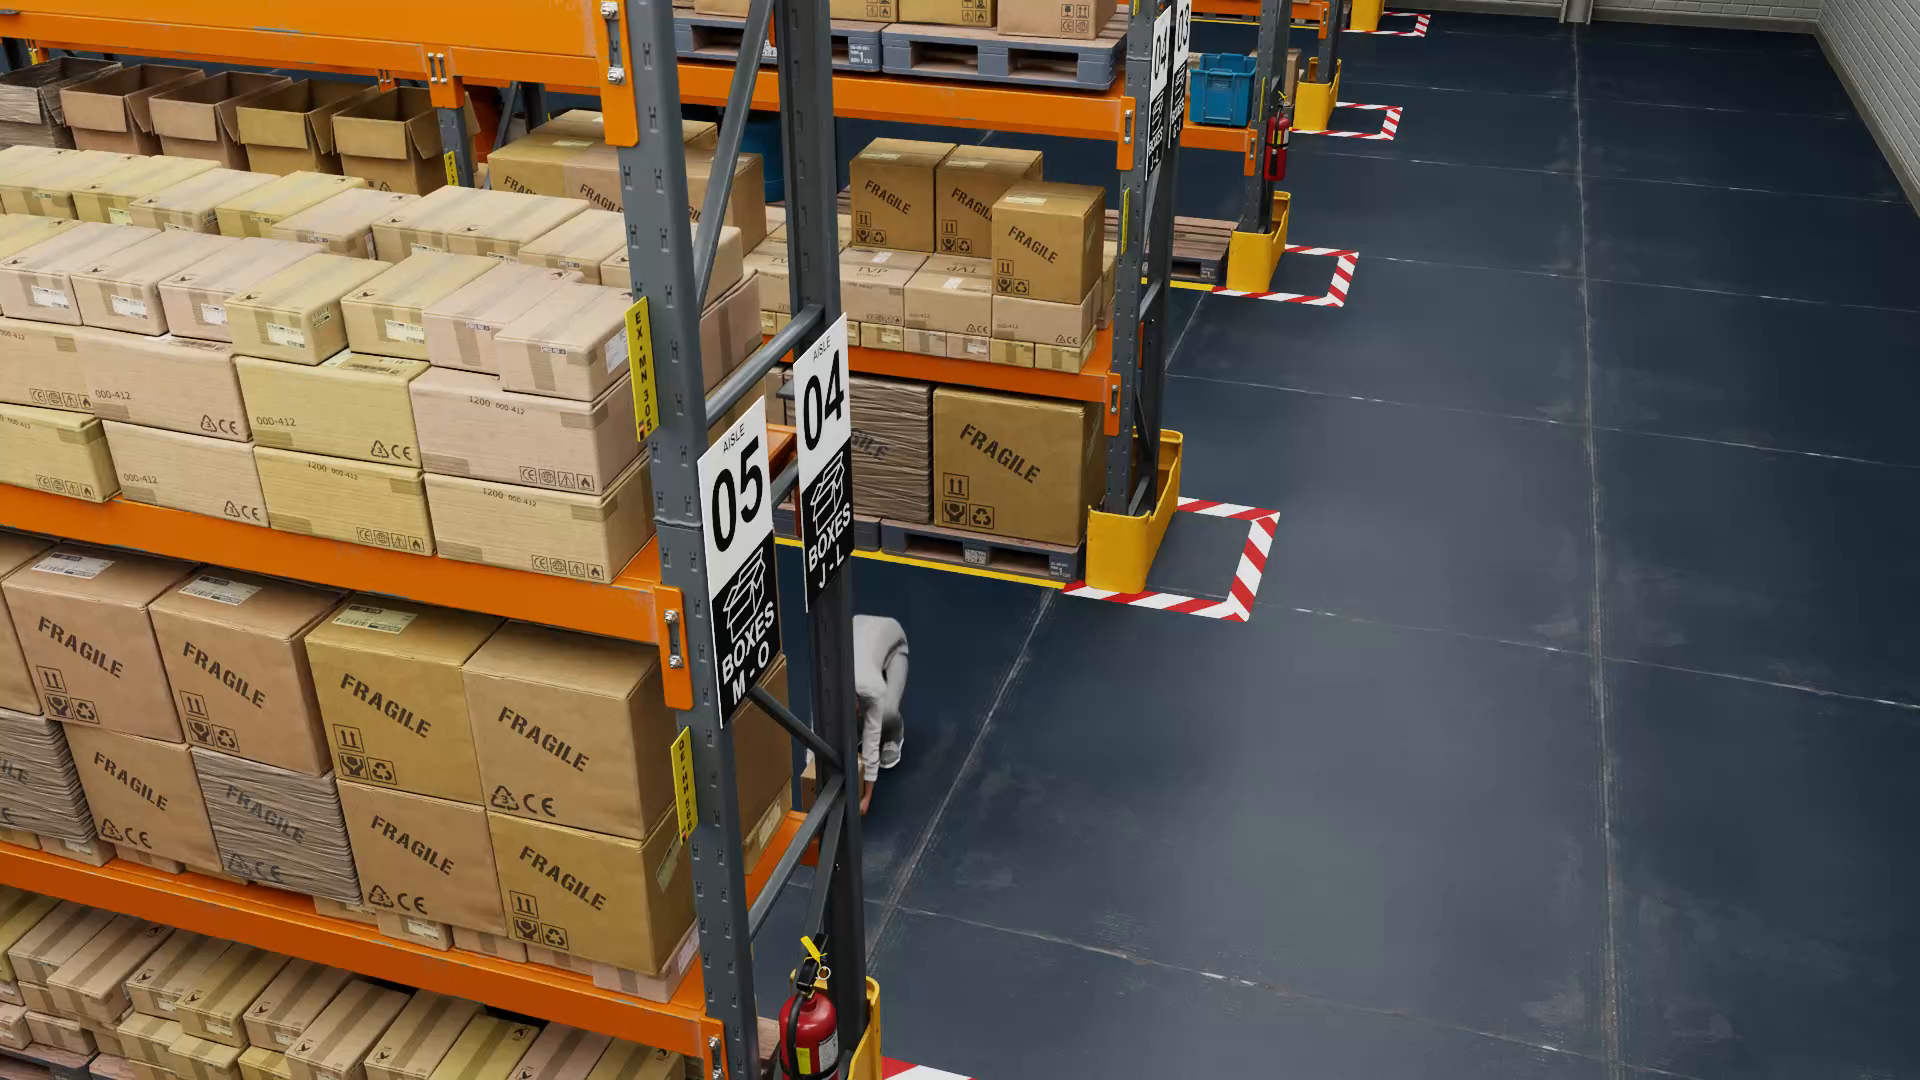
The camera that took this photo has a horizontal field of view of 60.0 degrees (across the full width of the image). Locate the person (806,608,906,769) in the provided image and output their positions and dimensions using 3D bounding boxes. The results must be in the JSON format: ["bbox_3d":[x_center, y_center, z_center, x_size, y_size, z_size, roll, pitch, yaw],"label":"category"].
[{"bbox_3d":[-0.472,0.649,7.951,0.386,1.018,0.602,8,31,13],"label":"person"}]
